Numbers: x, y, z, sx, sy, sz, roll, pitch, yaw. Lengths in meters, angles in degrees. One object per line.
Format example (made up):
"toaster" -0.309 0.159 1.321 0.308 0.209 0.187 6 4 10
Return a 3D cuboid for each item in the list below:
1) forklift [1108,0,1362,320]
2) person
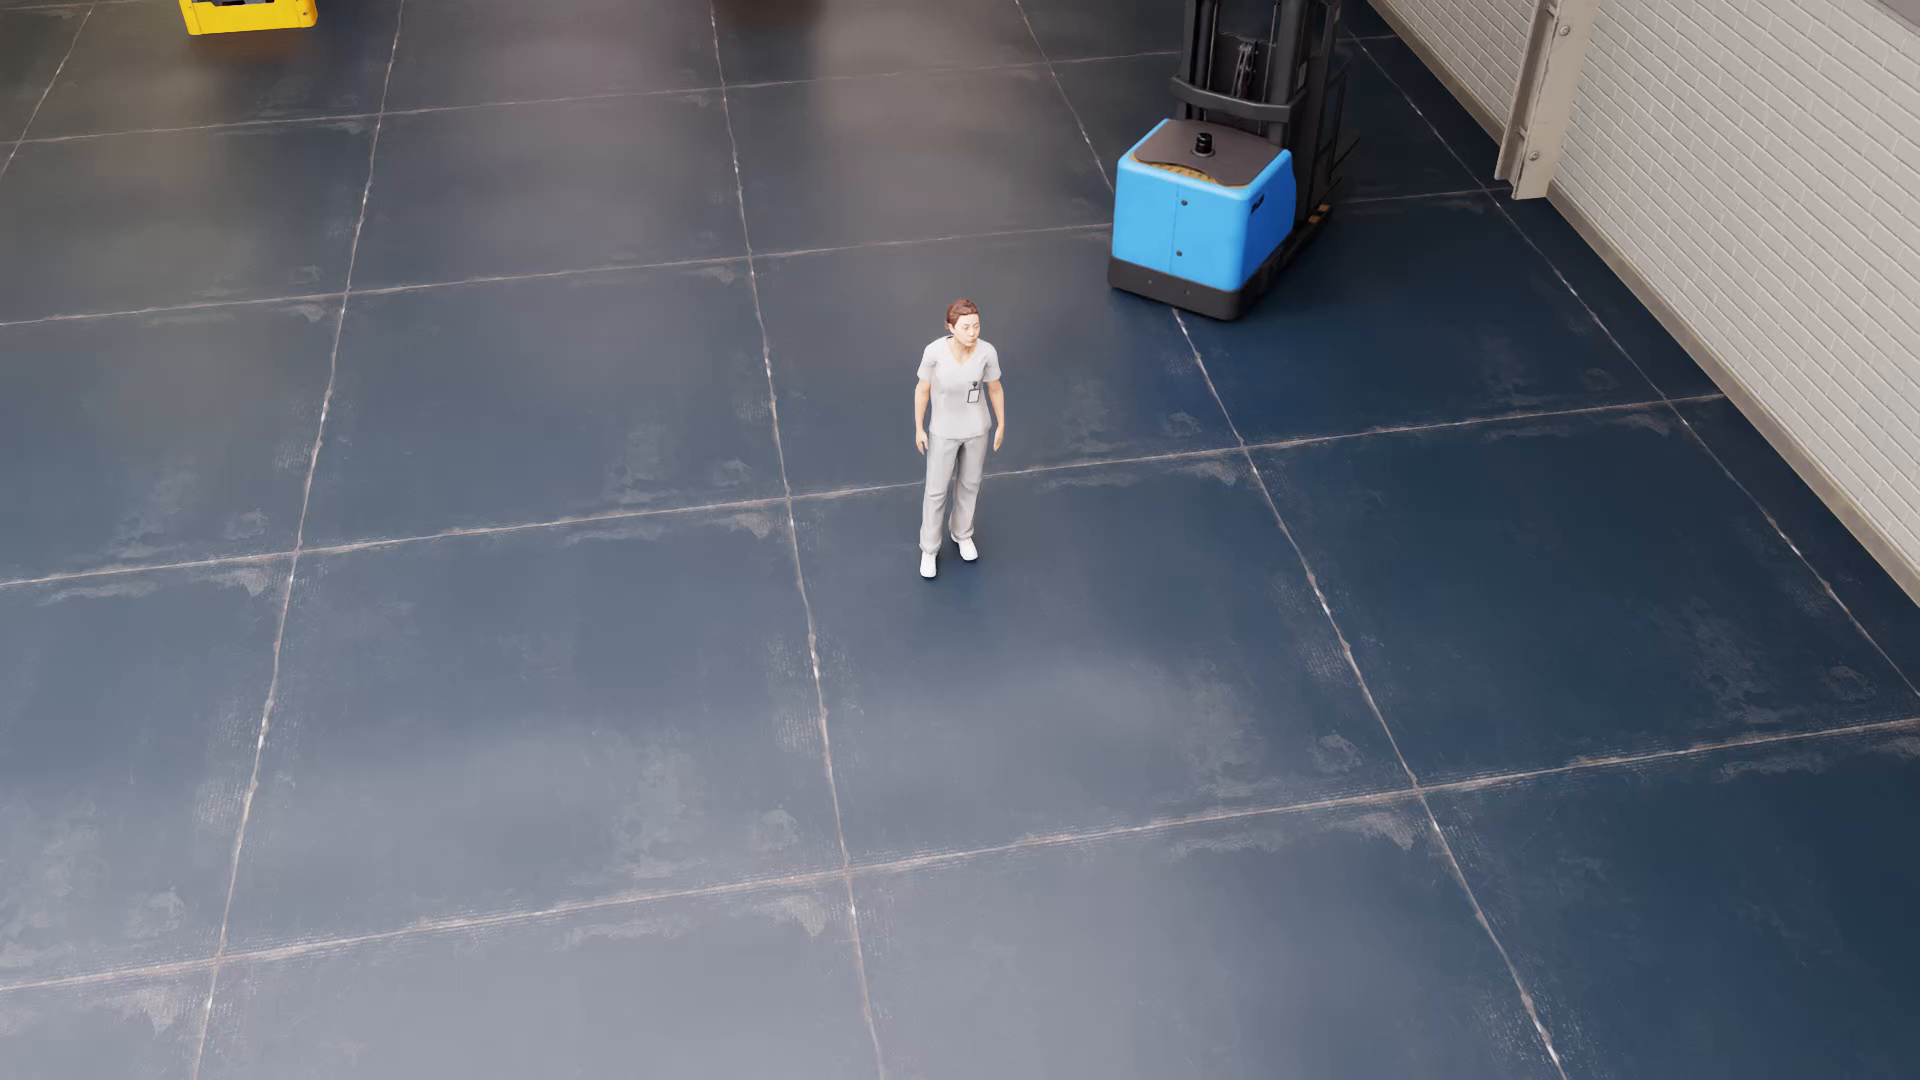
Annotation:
"forklift" 2.293 -3.633 12.231 1.130 2.935 3.031 21 45 23
"person" -0.001 -0.595 9.616 0.549 1.672 0.548 -7 41 -8
